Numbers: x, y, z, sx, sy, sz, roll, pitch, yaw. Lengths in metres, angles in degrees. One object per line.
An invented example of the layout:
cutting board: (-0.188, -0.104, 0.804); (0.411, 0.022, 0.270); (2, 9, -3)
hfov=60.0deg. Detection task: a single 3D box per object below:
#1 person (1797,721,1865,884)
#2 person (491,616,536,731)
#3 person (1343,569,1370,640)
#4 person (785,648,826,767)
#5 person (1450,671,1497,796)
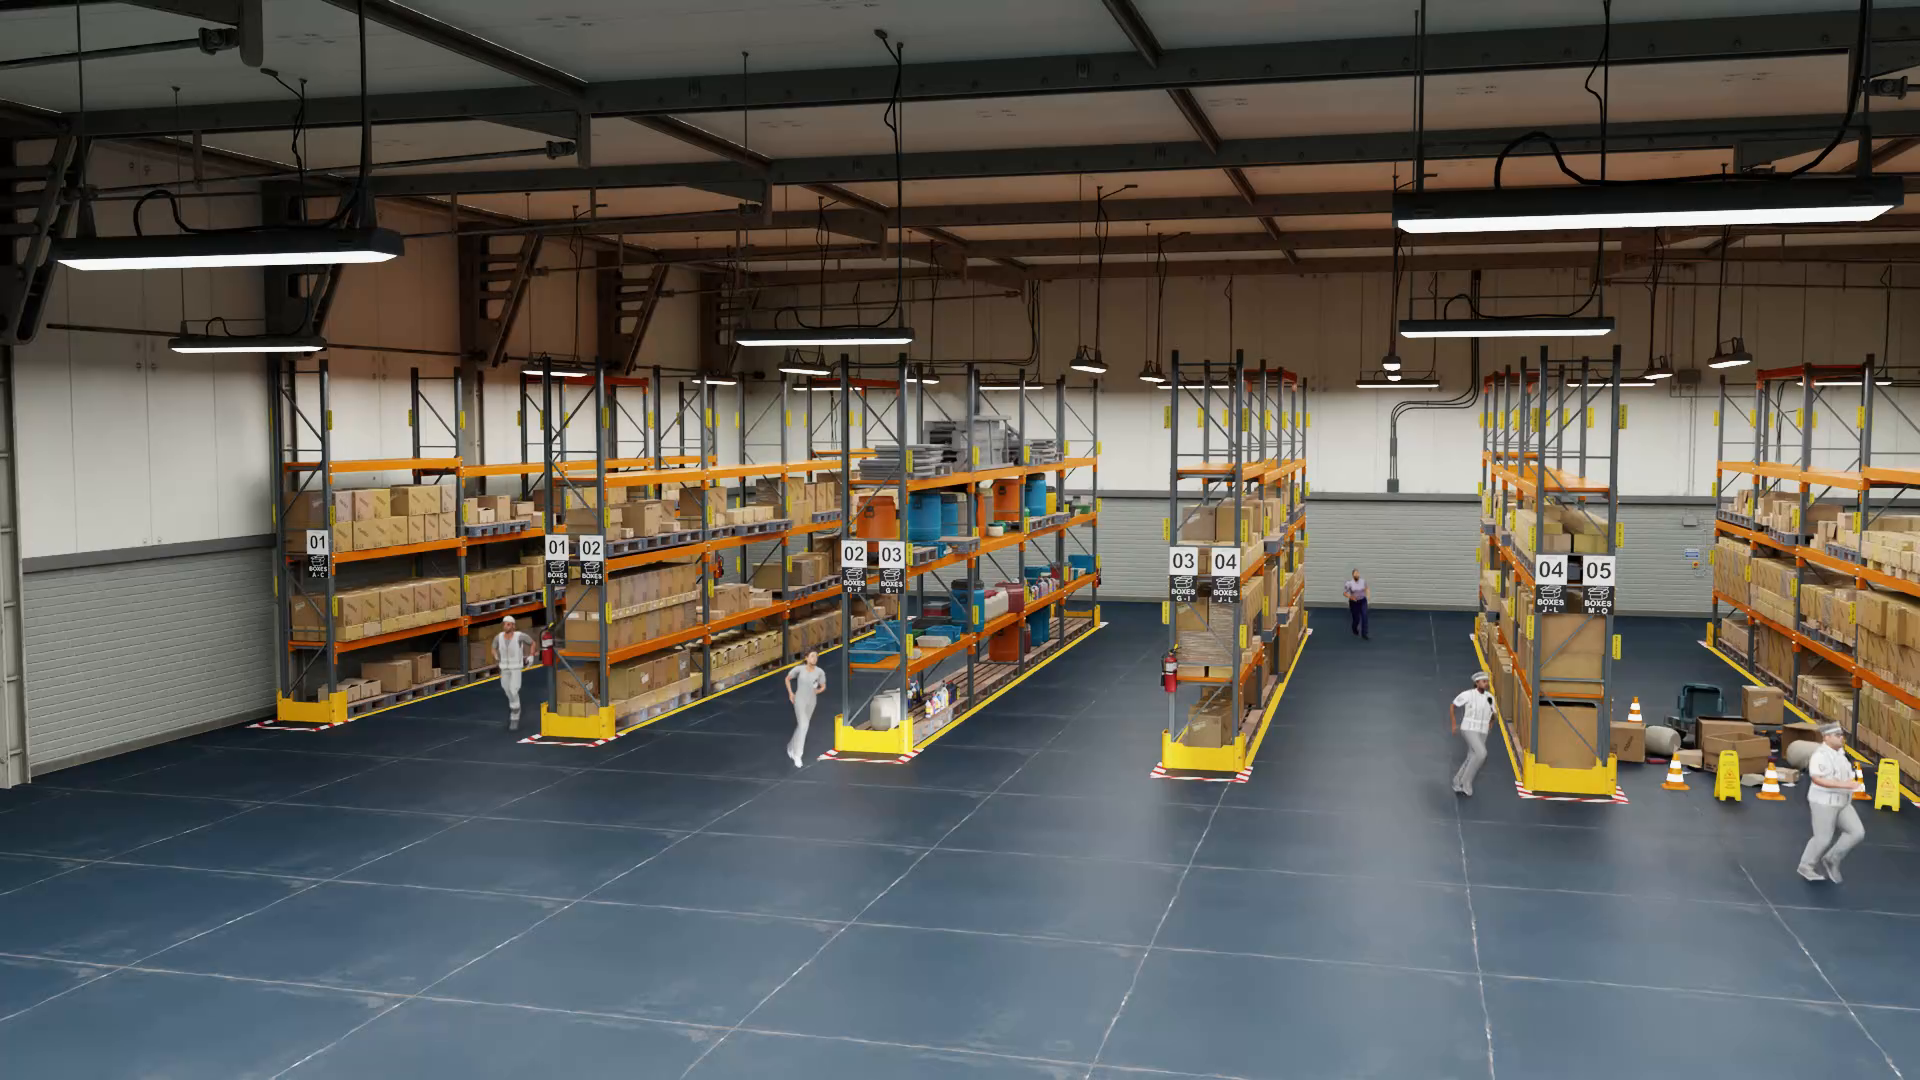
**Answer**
person: (9.395, 2.835, 17.888); (0.699, 1.804, 0.690); (-3, 5, -32)
person: (-7.330, 2.152, 27.233); (0.697, 1.853, 0.800); (1, 4, 9)
person: (9.110, 1.464, 38.187); (0.649, 1.592, 0.731); (0, 4, -5)
person: (-2.259, 2.434, 24.401); (0.566, 1.704, 0.682); (-2, 5, -30)
person: (6.917, 2.565, 22.216); (0.576, 1.633, 0.636); (-1, 4, -19)
